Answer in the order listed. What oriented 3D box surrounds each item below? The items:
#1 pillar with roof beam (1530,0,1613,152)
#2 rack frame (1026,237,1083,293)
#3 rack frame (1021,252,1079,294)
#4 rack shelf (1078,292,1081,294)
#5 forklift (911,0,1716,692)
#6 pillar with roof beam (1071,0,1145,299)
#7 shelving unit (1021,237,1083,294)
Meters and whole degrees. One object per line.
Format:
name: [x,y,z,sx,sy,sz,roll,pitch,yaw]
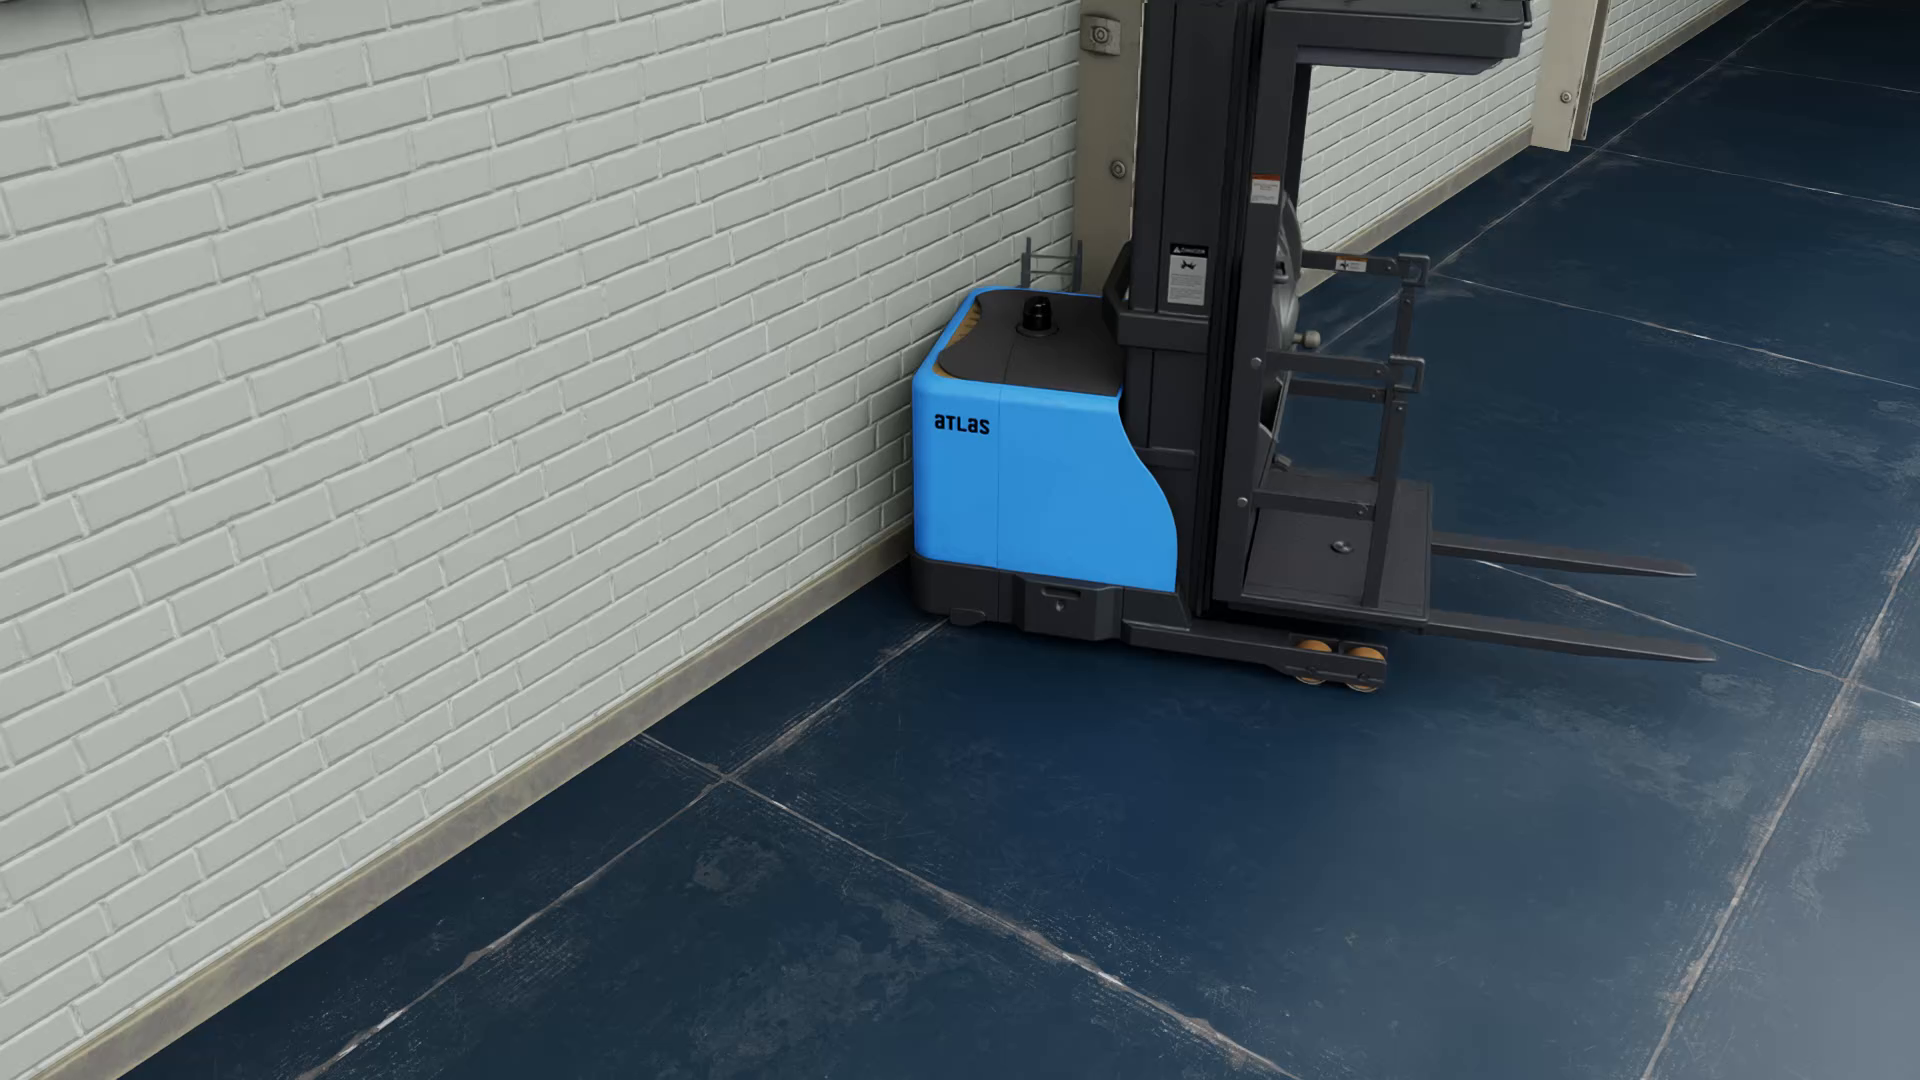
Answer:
pillar with roof beam: [7.795,-5.466,7.647,9.100,9.000,0.400,21,37,31]
rack frame: [0.401,-0.761,7.358,0.240,1.200,0.006,4,31,7]
rack frame: [0.374,-0.669,7.202,0.240,1.200,0.006,4,31,7]
rack shelf: [0.388,-0.987,7.119,0.258,0.103,0.180,4,31,7]
forklift: [1.380,-0.988,6.042,3.031,2.935,1.130,8,31,12]
pillar with roof beam: [4.173,-3.028,3.532,9.100,9.000,0.400,21,37,31]
shelving unit: [0.388,-0.715,7.280,0.258,1.200,0.189,4,31,7]
